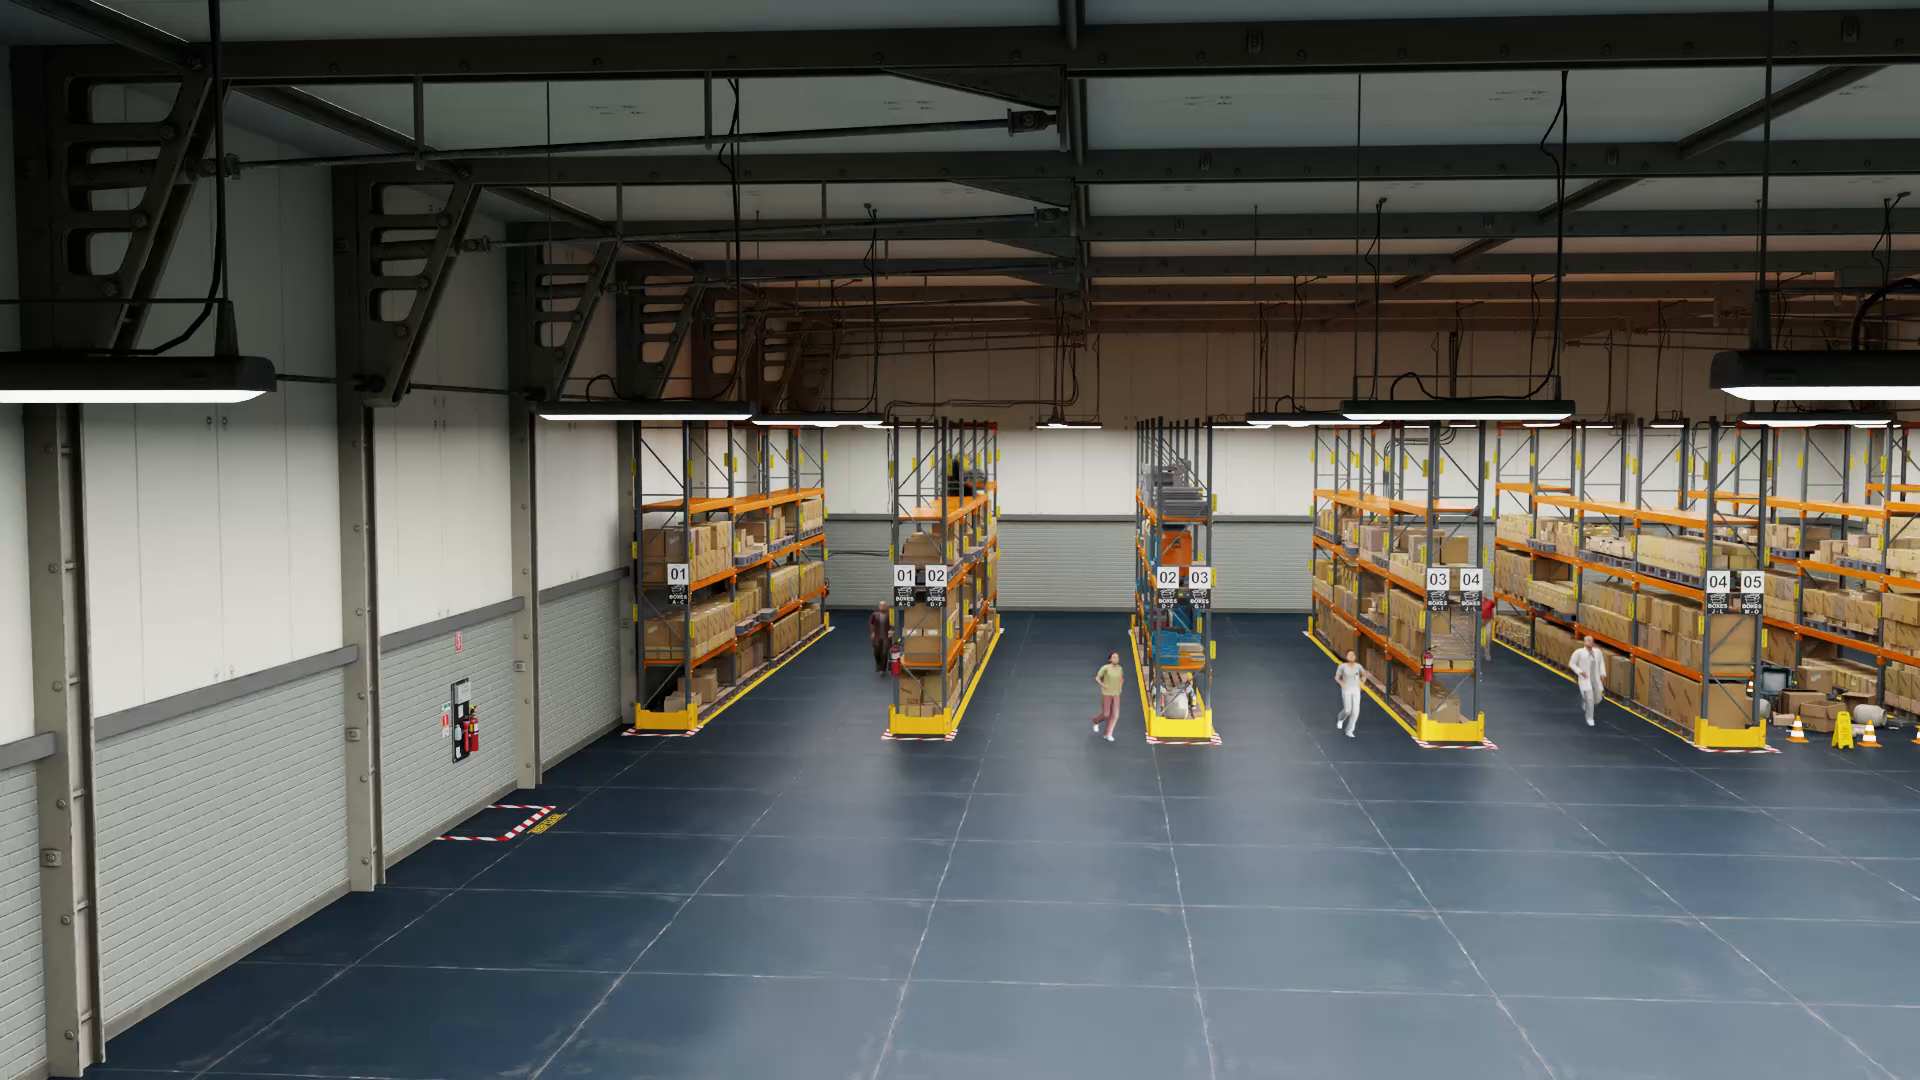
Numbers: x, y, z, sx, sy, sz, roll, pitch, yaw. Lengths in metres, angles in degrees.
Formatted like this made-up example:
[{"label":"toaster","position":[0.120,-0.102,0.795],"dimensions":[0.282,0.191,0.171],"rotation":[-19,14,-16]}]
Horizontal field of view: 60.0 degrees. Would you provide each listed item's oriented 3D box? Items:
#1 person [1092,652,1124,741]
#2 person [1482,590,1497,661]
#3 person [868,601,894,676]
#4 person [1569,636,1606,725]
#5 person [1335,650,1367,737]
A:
[{"label":"person","position":[2.803,2.891,31.082],"dimensions":[0.590,1.641,0.697],"rotation":[-2,4,-22]},{"label":"person","position":[13.197,2.129,41.921],"dimensions":[0.669,1.746,0.969],"rotation":[1,4,11]},{"label":"person","position":[-1.803,2.305,39.064],"dimensions":[0.726,1.747,0.633],"rotation":[0,4,3]},{"label":"person","position":[12.344,2.738,32.716],"dimensions":[0.730,1.724,0.716],"rotation":[-1,4,-8]},{"label":"person","position":[7.398,2.879,31.366],"dimensions":[0.598,1.613,0.614],"rotation":[0,4,1]}]
